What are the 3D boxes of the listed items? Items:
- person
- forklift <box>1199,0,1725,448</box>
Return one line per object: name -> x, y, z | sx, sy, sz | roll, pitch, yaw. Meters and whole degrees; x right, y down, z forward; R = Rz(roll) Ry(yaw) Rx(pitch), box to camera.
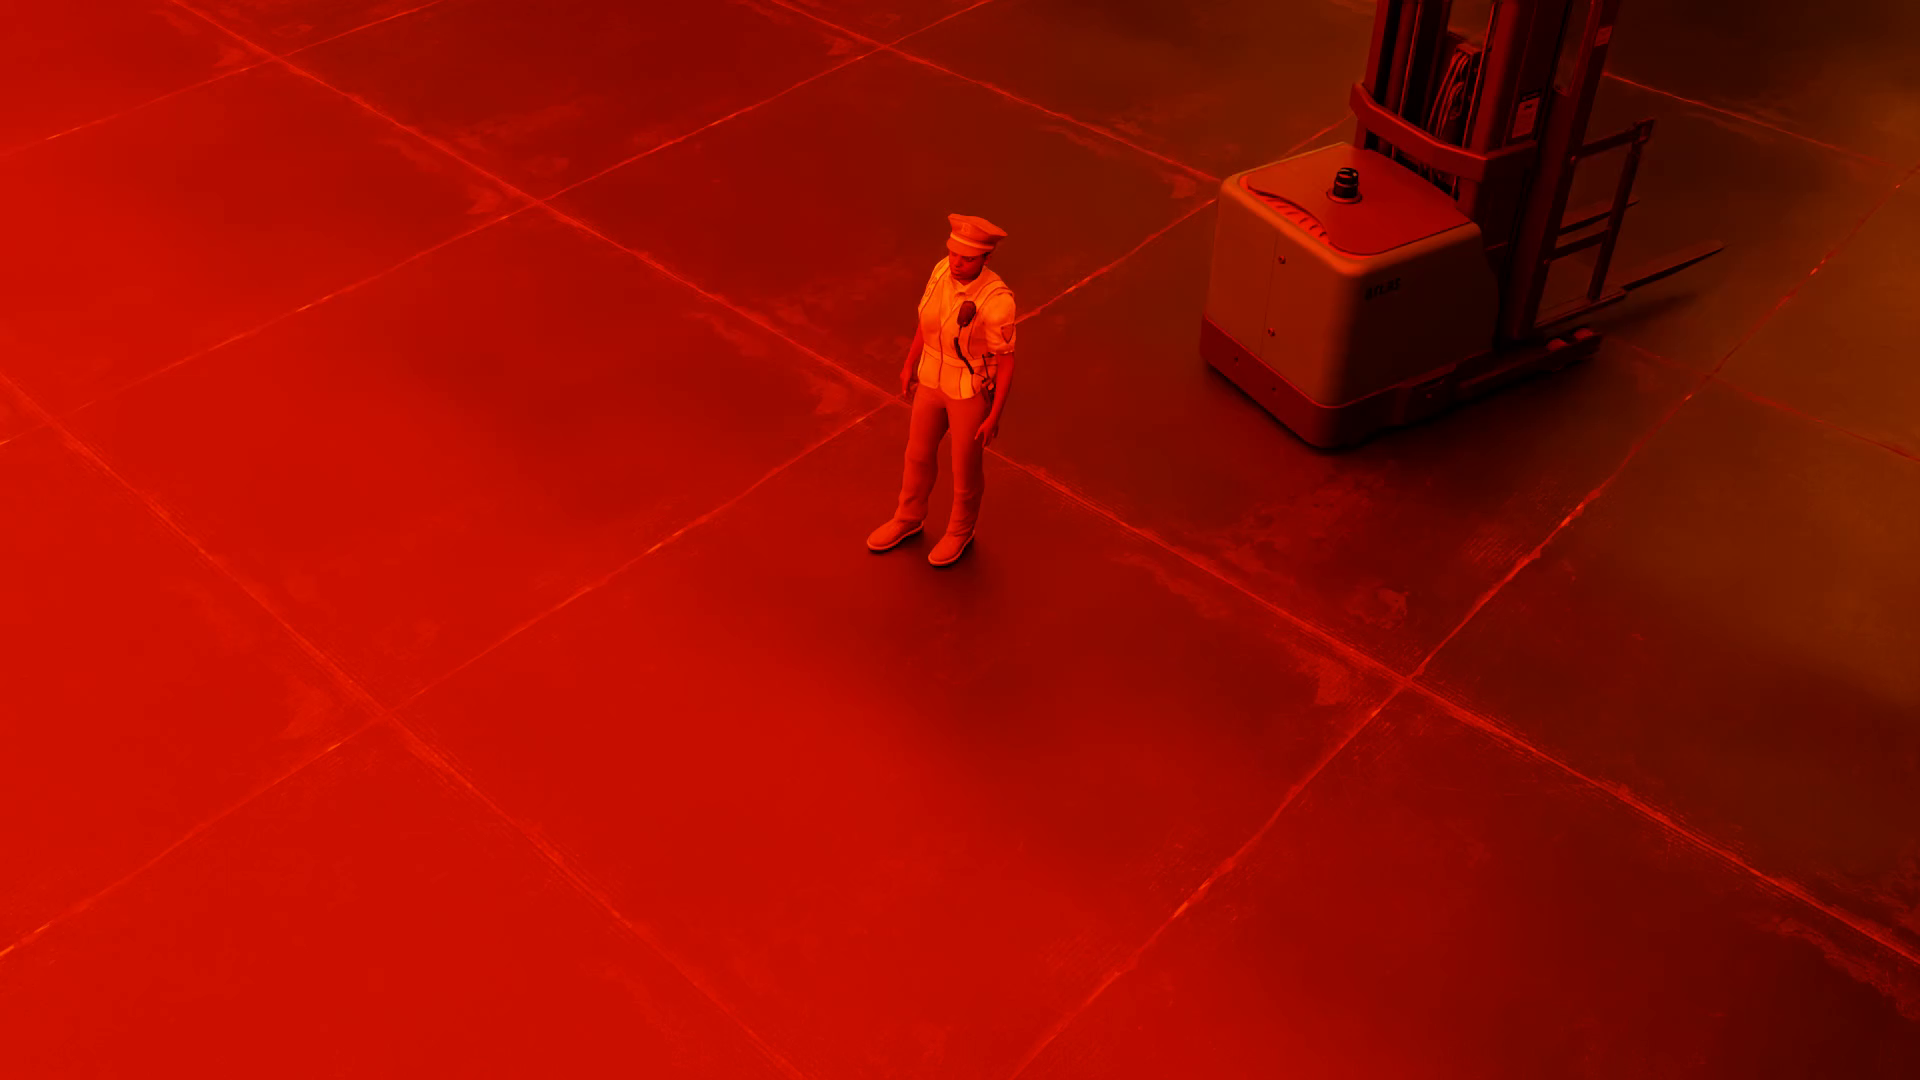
person -> -0.065, -0.620, 7.092 | 0.569, 1.692, 0.530 | 31, 49, 31
forklift -> 2.785, -2.273, 8.078 | 3.031, 2.935, 1.130 | -21, 45, -23
